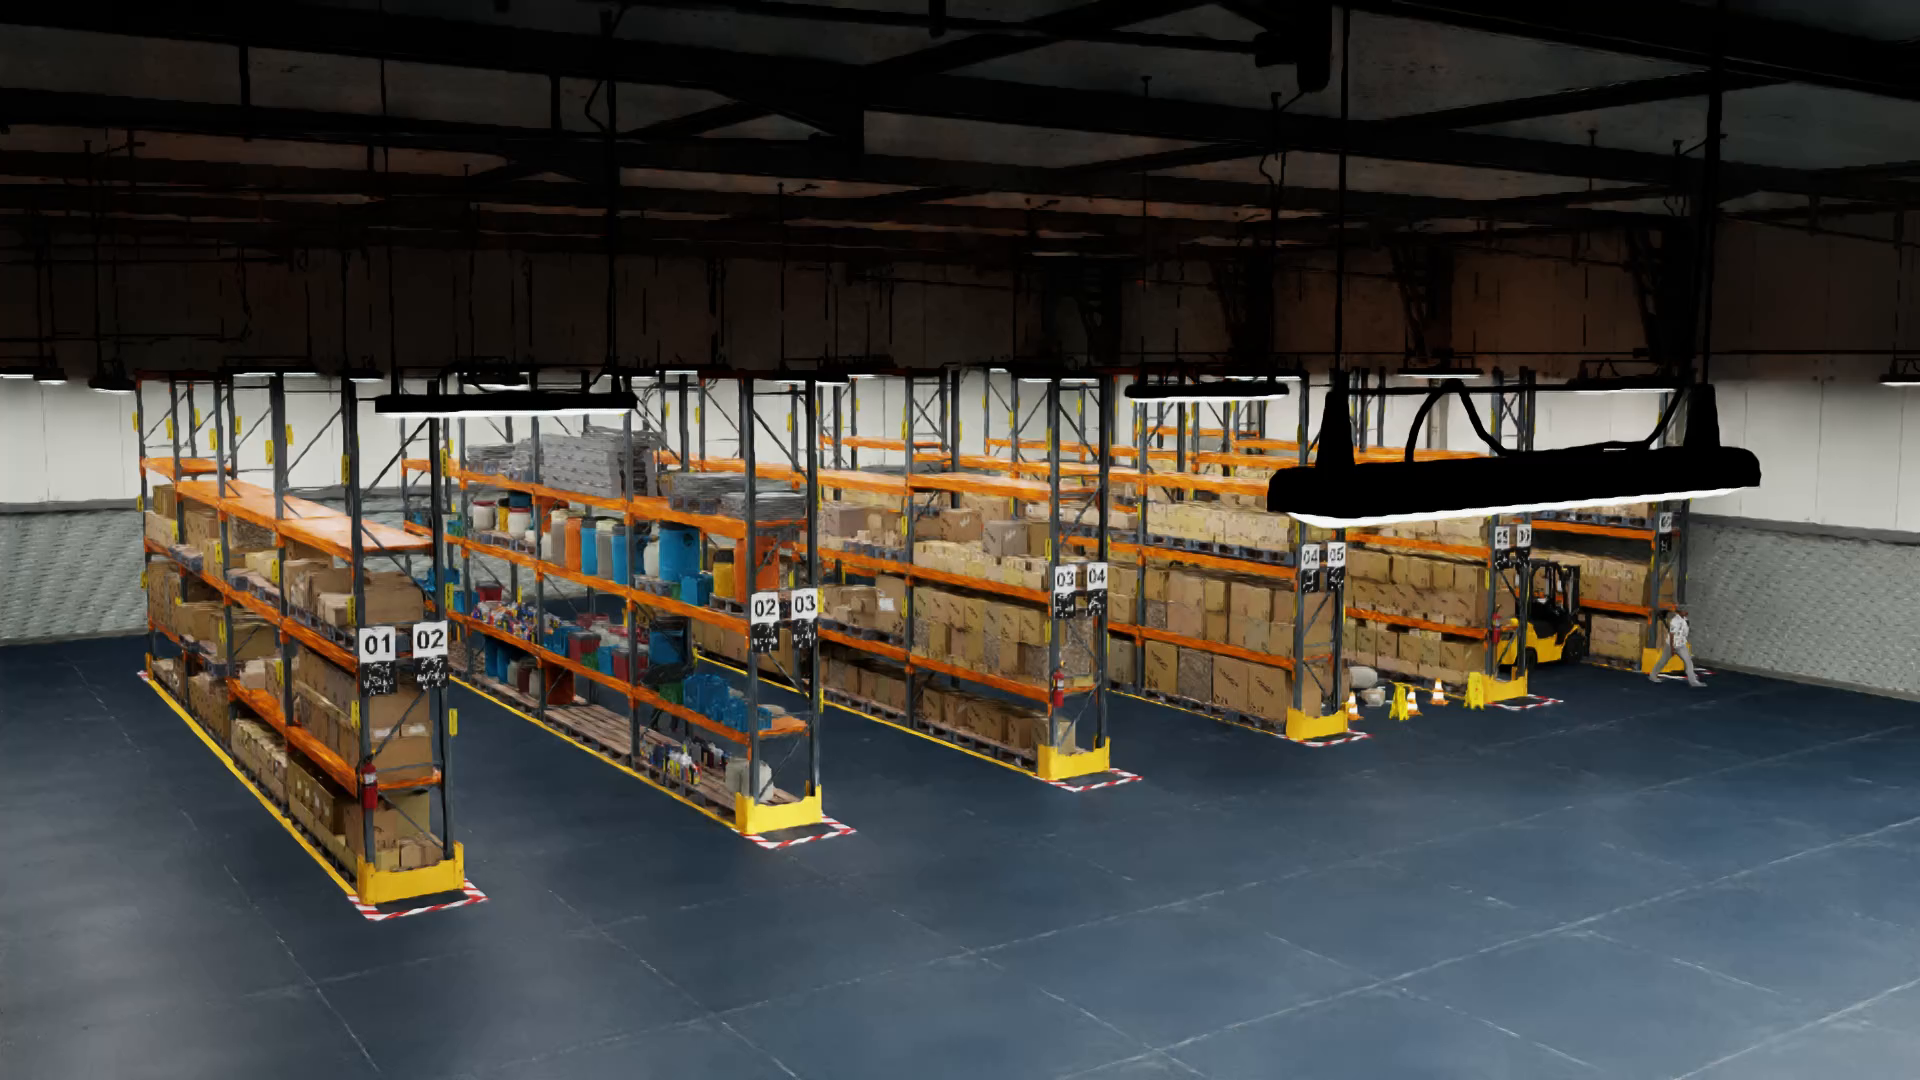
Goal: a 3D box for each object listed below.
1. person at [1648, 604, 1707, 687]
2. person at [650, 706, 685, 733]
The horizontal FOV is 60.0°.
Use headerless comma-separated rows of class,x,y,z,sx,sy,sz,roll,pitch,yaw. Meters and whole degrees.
person,13.600,1.965,31.513,0.456,1.576,1.088,-4,8,-32
person,-4.914,2.397,27.795,0.586,1.622,0.662,-6,9,-42
